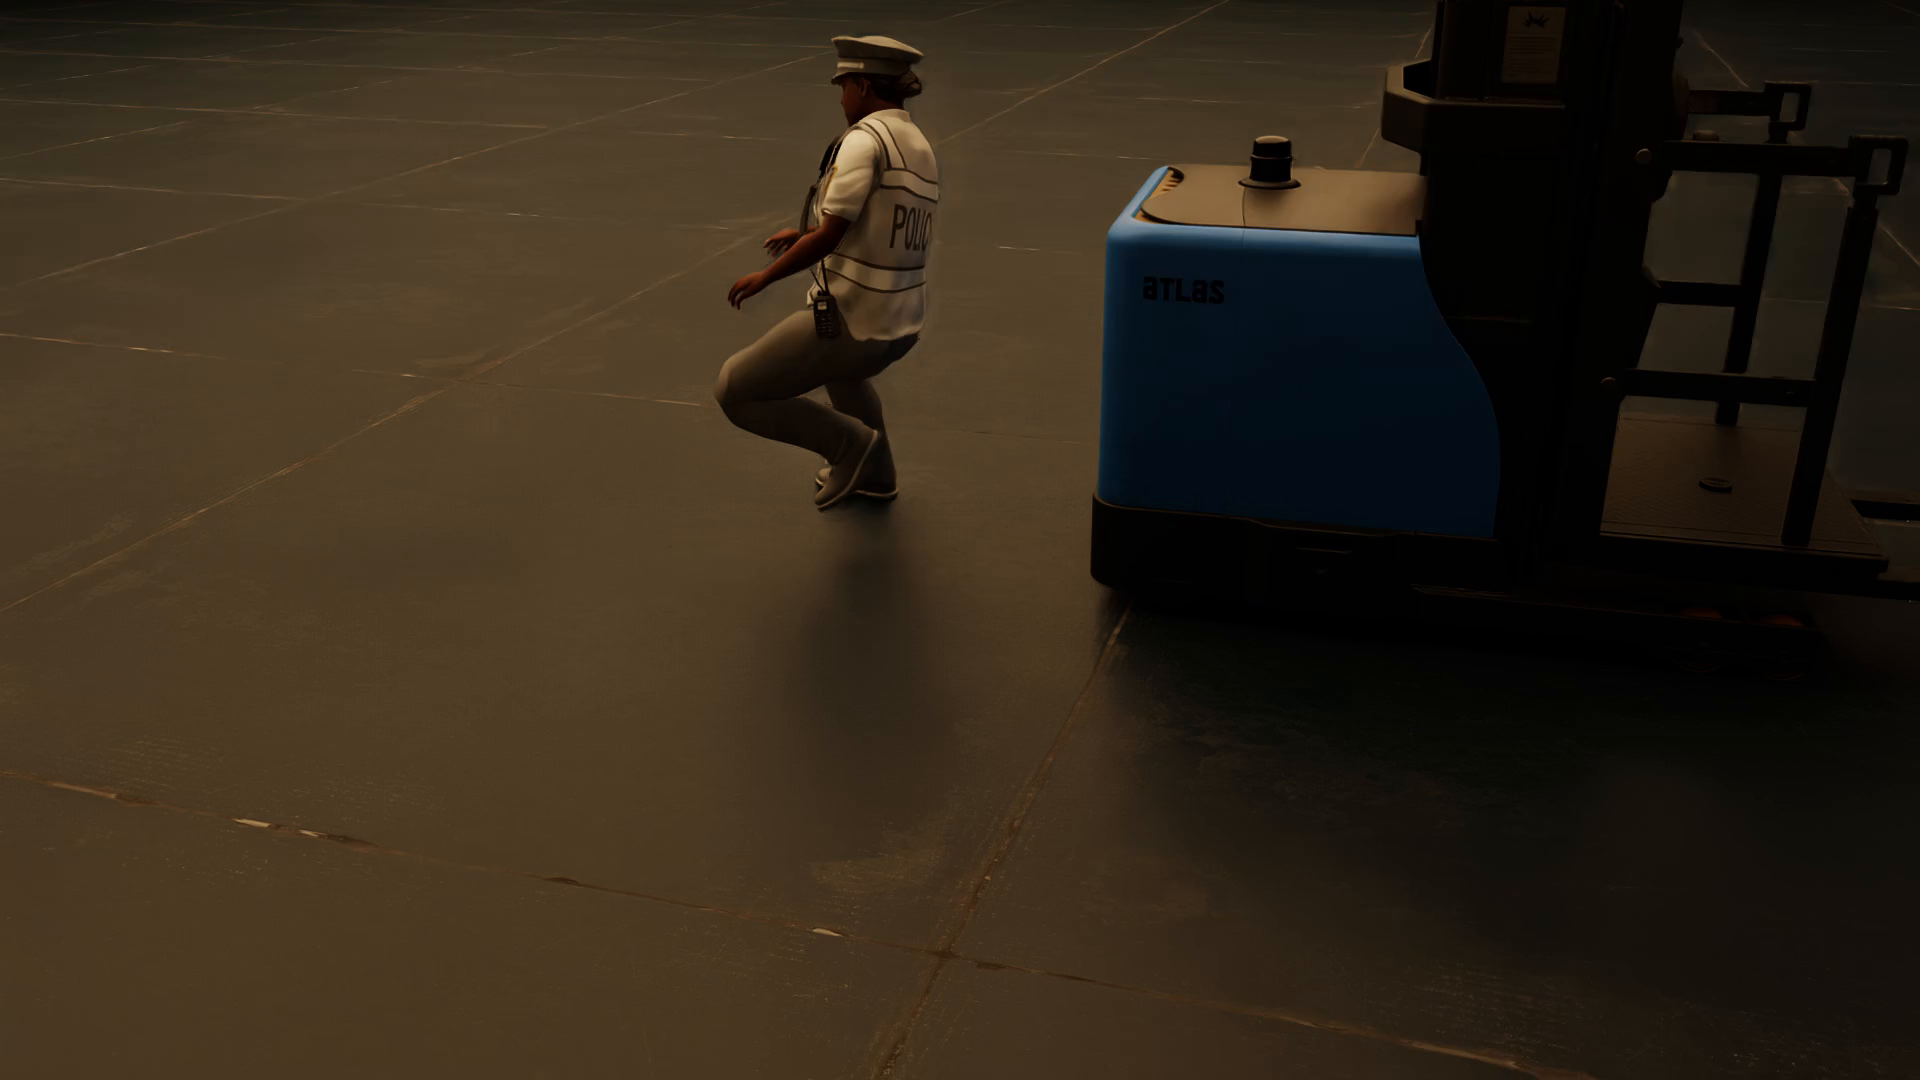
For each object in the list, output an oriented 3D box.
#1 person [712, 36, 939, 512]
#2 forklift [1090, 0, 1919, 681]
[{"bbox_3d":[-0.400,-0.722,4.913,0.723,1.483,0.763,10,25,23],"label":"person"},{"bbox_3d":[1.943,-1.218,4.231,3.031,2.935,1.130,5,23,13],"label":"forklift"}]
